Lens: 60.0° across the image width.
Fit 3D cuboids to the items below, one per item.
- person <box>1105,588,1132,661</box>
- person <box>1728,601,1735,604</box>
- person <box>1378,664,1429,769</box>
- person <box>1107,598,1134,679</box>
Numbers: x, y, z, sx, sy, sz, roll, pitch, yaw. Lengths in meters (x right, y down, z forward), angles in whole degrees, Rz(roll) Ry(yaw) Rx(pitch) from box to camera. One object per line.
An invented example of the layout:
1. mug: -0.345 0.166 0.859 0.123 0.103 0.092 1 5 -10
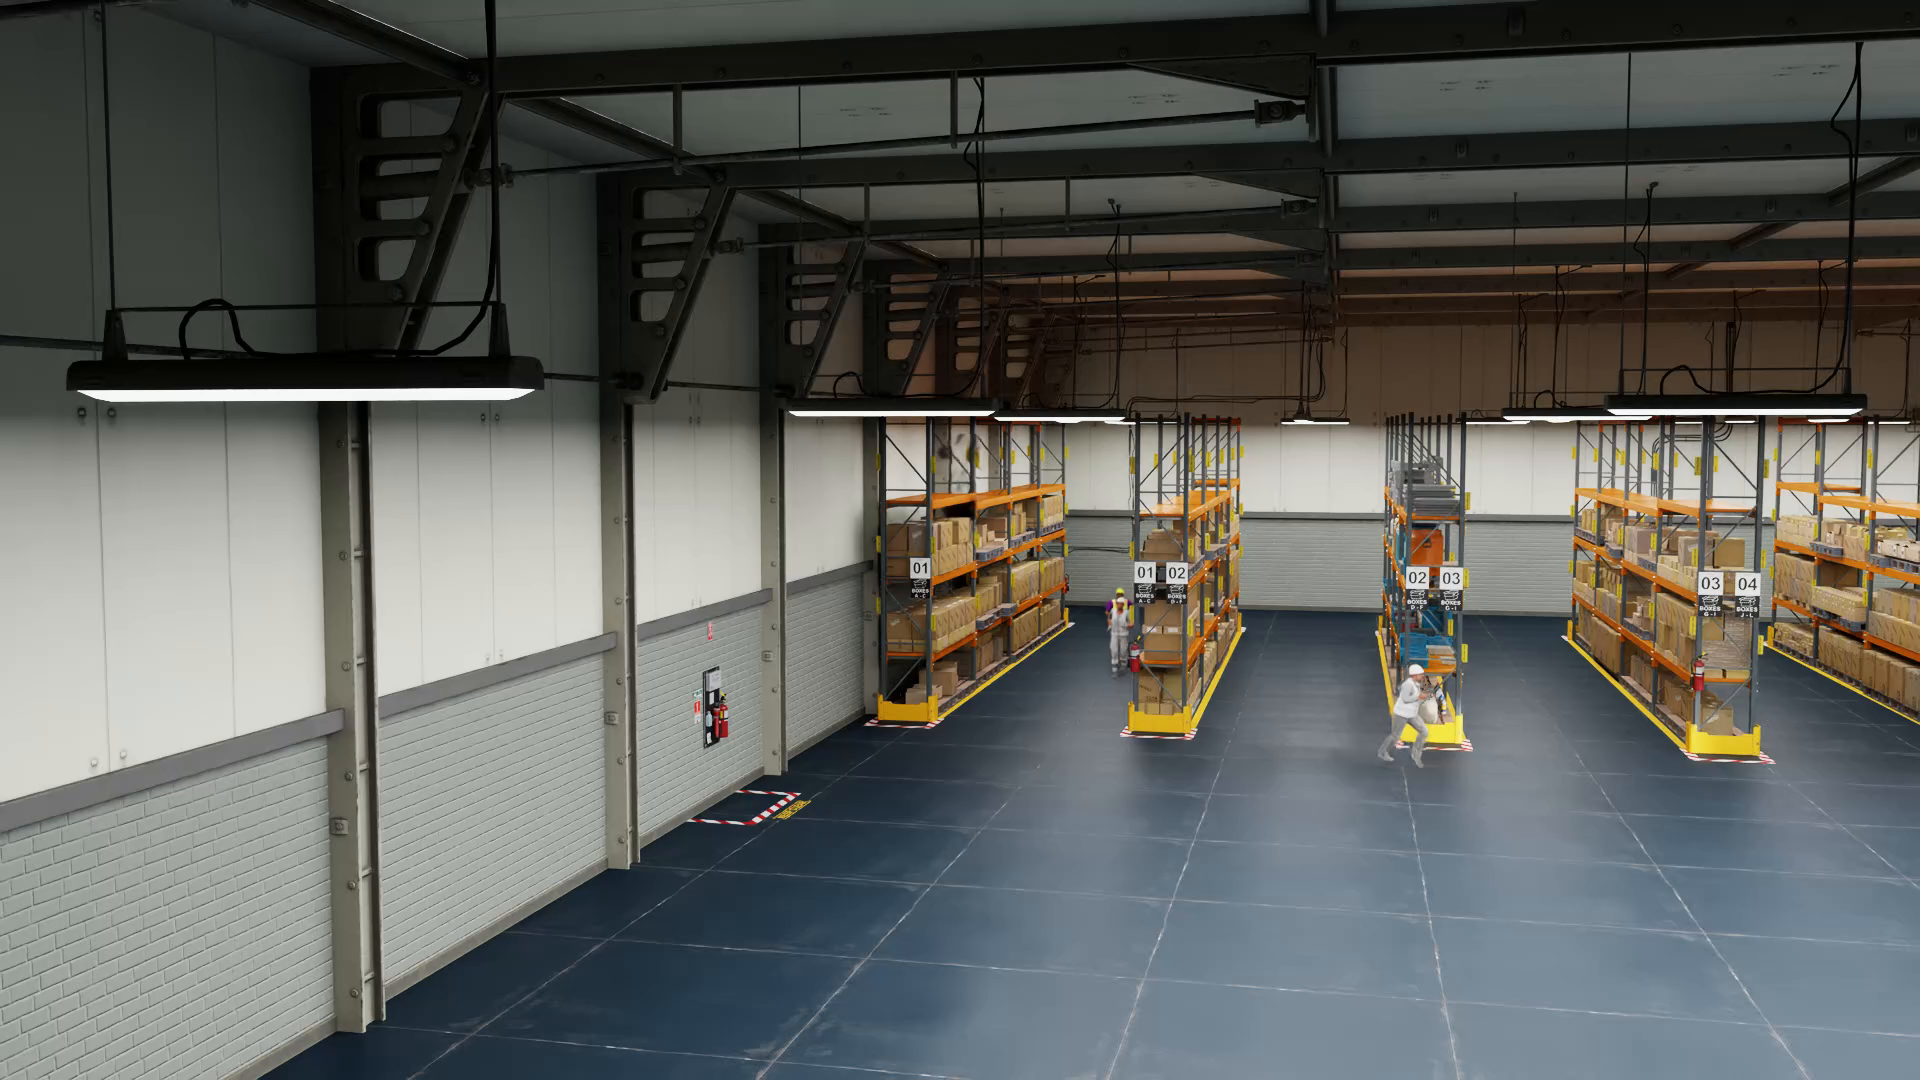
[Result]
1. person: 3.936 2.069 41.070 0.703 1.769 0.824 0 4 2
2. person: 19.684 2.021 42.721 0.693 1.720 1.008 0 4 1
3. person: 7.490 2.958 28.019 0.931 1.768 0.647 4 5 44
4. person: 3.674 2.227 38.197 0.651 1.805 0.983 1 4 15
